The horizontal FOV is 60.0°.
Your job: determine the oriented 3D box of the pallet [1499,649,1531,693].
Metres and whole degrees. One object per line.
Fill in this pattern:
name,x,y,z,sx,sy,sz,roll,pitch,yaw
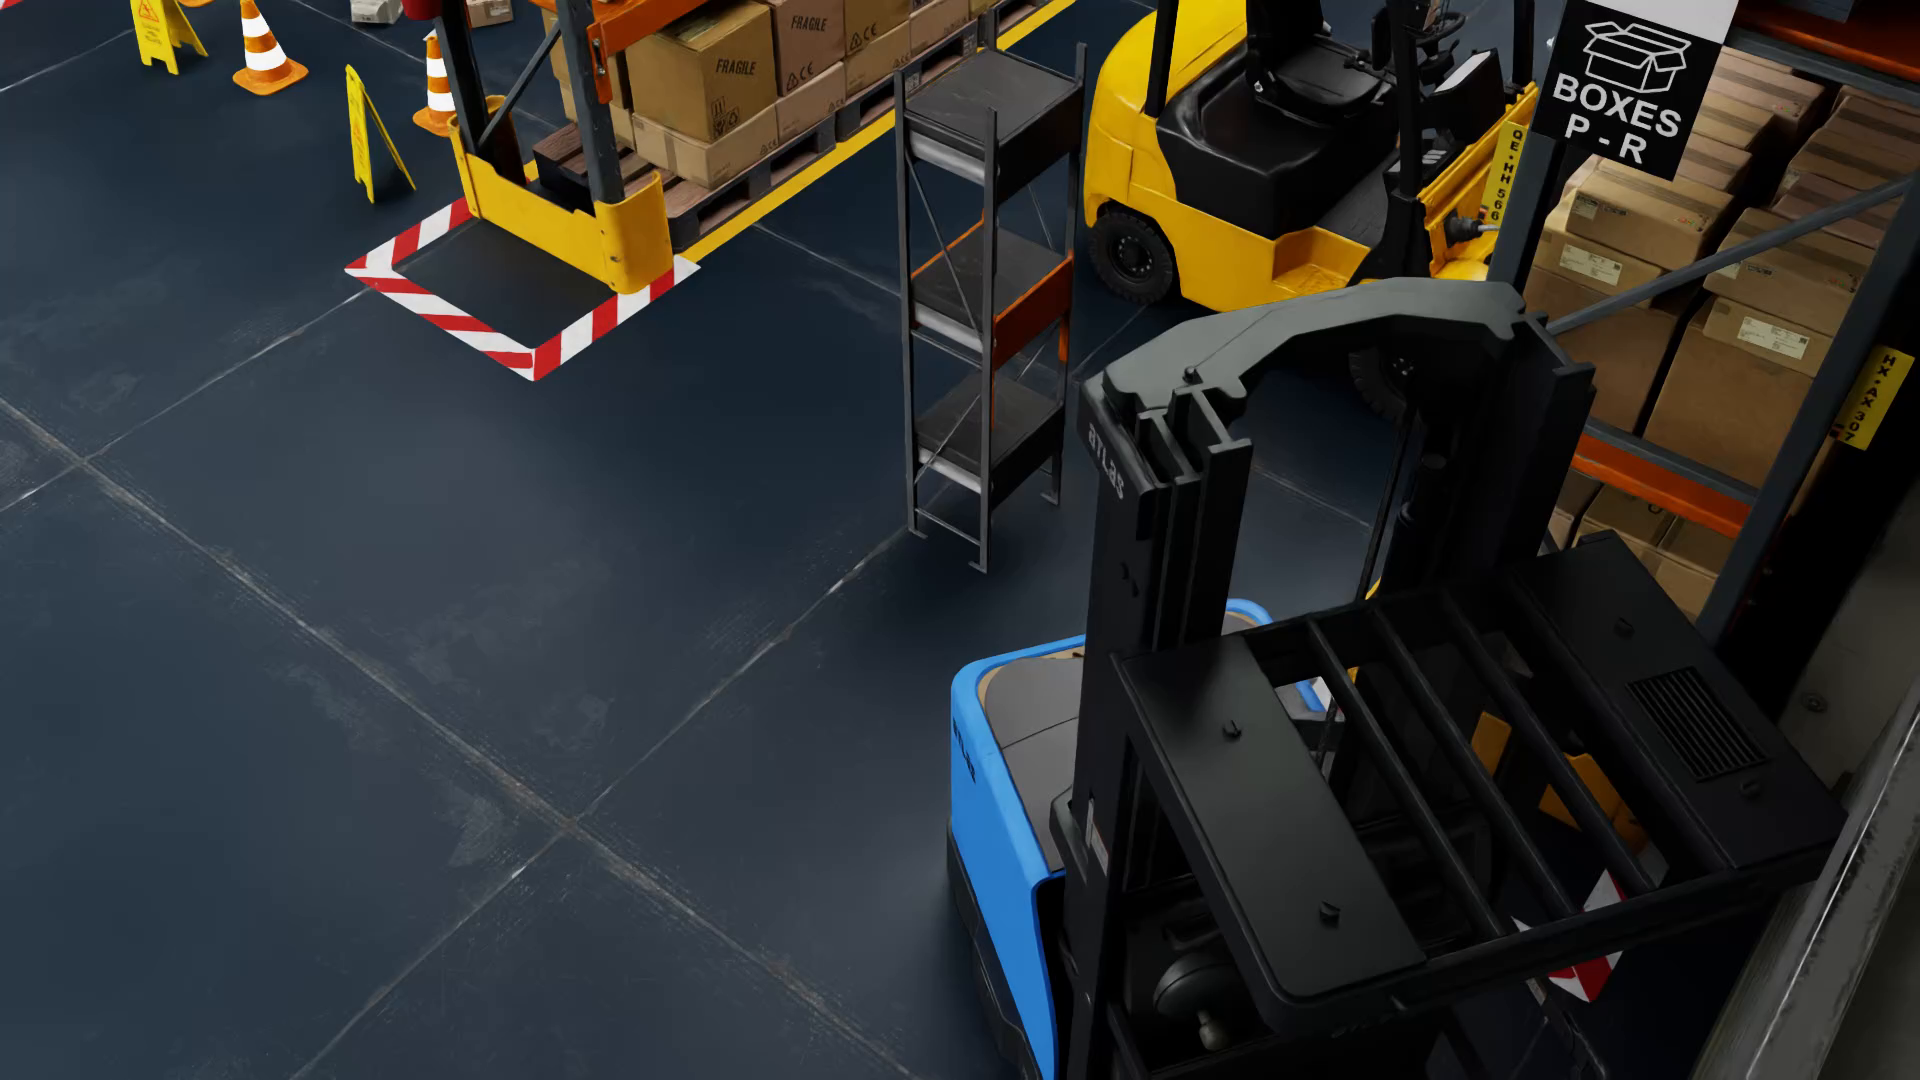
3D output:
pallet,2.398,0.210,6.403,1.003,0.211,1.213,29,53,25

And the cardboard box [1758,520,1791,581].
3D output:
cardboard box,2.748,0.036,6.252,0.500,0.250,0.500,30,53,25

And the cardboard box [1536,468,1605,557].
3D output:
cardboard box,1.998,-0.239,5.824,0.500,0.250,0.500,31,54,26

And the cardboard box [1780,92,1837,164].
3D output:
cardboard box,2.694,-1.315,5.863,0.500,0.500,0.500,28,53,24

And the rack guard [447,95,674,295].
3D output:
rack guard,-1.920,-1.669,7.999,1.175,0.500,0.348,29,53,25

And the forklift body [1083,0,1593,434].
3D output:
forklift body,1.679,-1.896,7.073,2.313,2.155,1.214,29,53,25

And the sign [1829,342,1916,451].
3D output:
sign,2.399,-0.375,4.380,0.100,0.325,0.005,29,53,25

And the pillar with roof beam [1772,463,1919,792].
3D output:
pillar with roof beam,-0.304,-4.273,4.608,9.100,9.000,0.400,29,53,25

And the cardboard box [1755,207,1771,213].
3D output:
cardboard box,2.477,-0.805,4.926,0.380,0.149,0.250,29,53,25

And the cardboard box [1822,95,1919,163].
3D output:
cardboard box,2.838,-1.183,5.083,0.380,0.149,0.250,29,53,25

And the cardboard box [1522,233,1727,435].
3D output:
cardboard box,2.057,-0.729,5.303,0.500,0.500,0.500,28,52,24

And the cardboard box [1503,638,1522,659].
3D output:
cardboard box,2.001,0.099,6.192,0.500,0.250,0.500,30,53,25

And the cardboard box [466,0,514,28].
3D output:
cardboard box,-2.764,-3.147,9.654,0.250,0.149,0.380,-17,49,-15

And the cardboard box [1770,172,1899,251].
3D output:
cardboard box,2.550,-0.881,4.793,0.380,0.149,0.250,31,54,26

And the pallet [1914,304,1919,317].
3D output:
pallet,3.890,-1.186,7.737,1.003,0.211,1.213,29,53,25

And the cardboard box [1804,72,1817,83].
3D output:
cardboard box,2.719,-1.623,5.708,0.380,0.149,0.250,30,53,25

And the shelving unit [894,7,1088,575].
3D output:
shelving unit,0.101,-0.820,6.081,0.431,2.100,0.503,29,53,25

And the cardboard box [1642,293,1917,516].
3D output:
cardboard box,2.486,-0.492,5.077,0.500,0.500,0.500,31,54,26

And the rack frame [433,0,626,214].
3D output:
rack frame,-1.967,-2.489,7.054,1.000,3.000,0.127,29,53,25

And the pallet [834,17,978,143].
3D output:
pallet,-0.649,-2.714,9.197,1.003,0.211,1.213,29,53,25

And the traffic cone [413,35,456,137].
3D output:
traffic cone,-2.725,-2.429,8.751,0.336,0.463,0.334,29,53,25

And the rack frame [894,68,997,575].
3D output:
rack frame,-0.048,-0.680,5.948,0.400,2.100,0.015,29,53,25

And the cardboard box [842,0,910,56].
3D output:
cardboard box,-0.611,-2.881,8.521,0.500,0.500,0.500,30,53,26

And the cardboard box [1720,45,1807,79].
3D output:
cardboard box,2.563,-1.581,5.462,0.380,0.149,0.250,30,53,26

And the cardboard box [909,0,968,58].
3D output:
cardboard box,-0.302,-2.918,9.075,0.500,0.250,0.500,30,53,26

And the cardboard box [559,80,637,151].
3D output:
cardboard box,-1.671,-2.280,8.465,0.500,0.250,0.500,29,53,25

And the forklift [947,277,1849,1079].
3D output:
forklift,0.887,1.014,3.754,1.130,2.935,3.031,-13,48,-12

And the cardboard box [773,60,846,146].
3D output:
cardboard box,-0.937,-2.313,8.496,0.500,0.250,0.500,31,54,26

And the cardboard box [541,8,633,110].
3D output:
cardboard box,-1.683,-2.517,8.173,0.500,0.500,0.500,30,53,25

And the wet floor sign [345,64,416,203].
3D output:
wet floor sign,-2.930,-2.041,8.253,0.232,0.644,0.267,-25,51,-22

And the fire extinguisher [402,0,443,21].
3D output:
fire extinguisher,-2.401,-2.601,7.214,0.296,0.674,0.183,29,53,25

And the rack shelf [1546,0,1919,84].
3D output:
rack shelf,3.186,-2.229,5.228,1.077,0.370,4.000,29,53,25

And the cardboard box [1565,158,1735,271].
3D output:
cardboard box,2.016,-0.957,4.866,0.380,0.149,0.250,29,53,25

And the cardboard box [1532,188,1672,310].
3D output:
cardboard box,1.954,-0.878,4.997,0.380,0.149,0.250,30,53,25

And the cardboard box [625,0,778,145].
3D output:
cardboard box,-1.241,-2.297,7.962,0.500,0.500,0.500,28,52,24

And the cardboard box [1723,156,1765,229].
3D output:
cardboard box,2.294,-1.159,5.265,0.380,0.149,0.250,30,53,26

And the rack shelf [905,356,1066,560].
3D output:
rack shelf,0.101,-0.327,6.597,0.431,0.518,0.480,29,53,25

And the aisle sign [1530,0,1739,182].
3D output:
aisle sign,1.691,-1.287,4.108,0.394,0.787,0.004,29,53,25

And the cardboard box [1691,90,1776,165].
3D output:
cardboard box,2.280,-1.273,5.168,0.380,0.149,0.250,30,53,26
